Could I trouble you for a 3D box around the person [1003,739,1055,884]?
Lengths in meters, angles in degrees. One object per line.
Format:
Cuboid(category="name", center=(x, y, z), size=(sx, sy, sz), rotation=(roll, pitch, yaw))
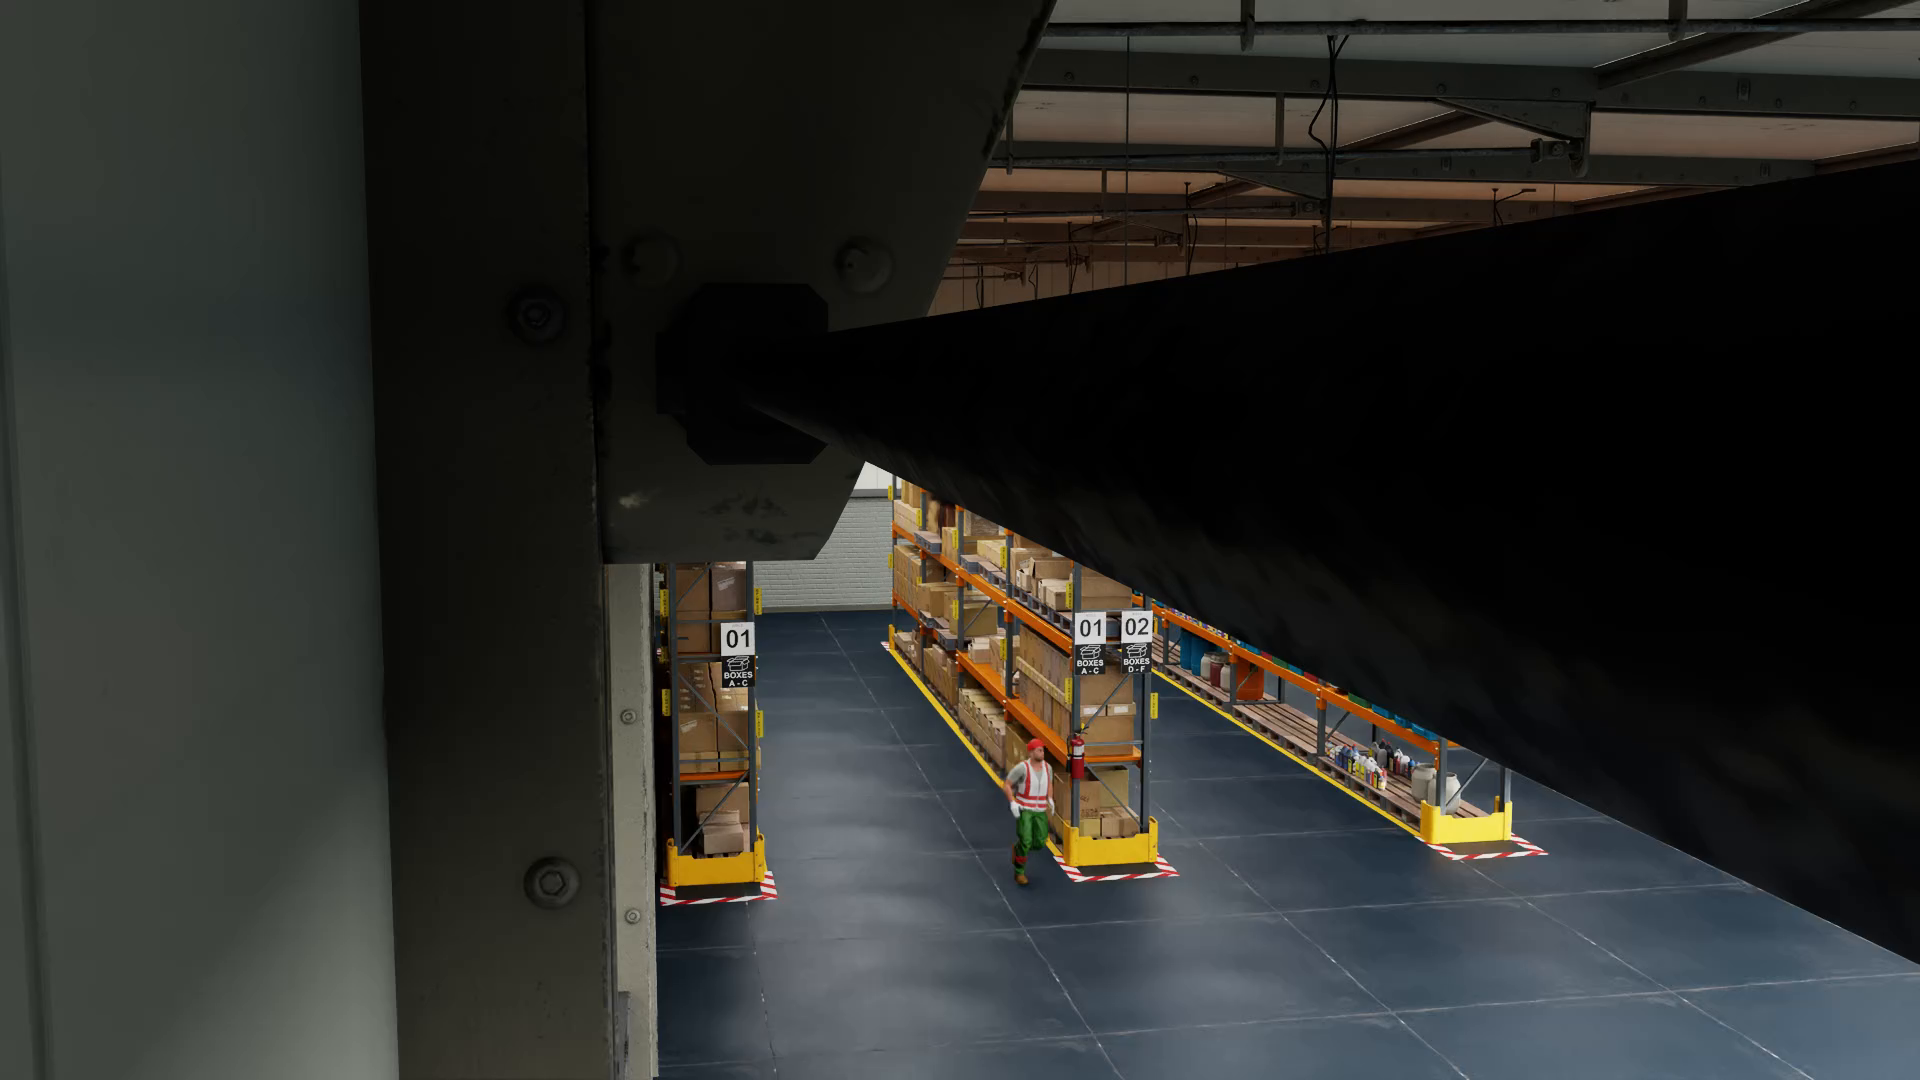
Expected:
Cuboid(category="person", center=(0.851, 3.282, 20.355), size=(0.709, 1.726, 0.575), rotation=(-3, 7, -27))
